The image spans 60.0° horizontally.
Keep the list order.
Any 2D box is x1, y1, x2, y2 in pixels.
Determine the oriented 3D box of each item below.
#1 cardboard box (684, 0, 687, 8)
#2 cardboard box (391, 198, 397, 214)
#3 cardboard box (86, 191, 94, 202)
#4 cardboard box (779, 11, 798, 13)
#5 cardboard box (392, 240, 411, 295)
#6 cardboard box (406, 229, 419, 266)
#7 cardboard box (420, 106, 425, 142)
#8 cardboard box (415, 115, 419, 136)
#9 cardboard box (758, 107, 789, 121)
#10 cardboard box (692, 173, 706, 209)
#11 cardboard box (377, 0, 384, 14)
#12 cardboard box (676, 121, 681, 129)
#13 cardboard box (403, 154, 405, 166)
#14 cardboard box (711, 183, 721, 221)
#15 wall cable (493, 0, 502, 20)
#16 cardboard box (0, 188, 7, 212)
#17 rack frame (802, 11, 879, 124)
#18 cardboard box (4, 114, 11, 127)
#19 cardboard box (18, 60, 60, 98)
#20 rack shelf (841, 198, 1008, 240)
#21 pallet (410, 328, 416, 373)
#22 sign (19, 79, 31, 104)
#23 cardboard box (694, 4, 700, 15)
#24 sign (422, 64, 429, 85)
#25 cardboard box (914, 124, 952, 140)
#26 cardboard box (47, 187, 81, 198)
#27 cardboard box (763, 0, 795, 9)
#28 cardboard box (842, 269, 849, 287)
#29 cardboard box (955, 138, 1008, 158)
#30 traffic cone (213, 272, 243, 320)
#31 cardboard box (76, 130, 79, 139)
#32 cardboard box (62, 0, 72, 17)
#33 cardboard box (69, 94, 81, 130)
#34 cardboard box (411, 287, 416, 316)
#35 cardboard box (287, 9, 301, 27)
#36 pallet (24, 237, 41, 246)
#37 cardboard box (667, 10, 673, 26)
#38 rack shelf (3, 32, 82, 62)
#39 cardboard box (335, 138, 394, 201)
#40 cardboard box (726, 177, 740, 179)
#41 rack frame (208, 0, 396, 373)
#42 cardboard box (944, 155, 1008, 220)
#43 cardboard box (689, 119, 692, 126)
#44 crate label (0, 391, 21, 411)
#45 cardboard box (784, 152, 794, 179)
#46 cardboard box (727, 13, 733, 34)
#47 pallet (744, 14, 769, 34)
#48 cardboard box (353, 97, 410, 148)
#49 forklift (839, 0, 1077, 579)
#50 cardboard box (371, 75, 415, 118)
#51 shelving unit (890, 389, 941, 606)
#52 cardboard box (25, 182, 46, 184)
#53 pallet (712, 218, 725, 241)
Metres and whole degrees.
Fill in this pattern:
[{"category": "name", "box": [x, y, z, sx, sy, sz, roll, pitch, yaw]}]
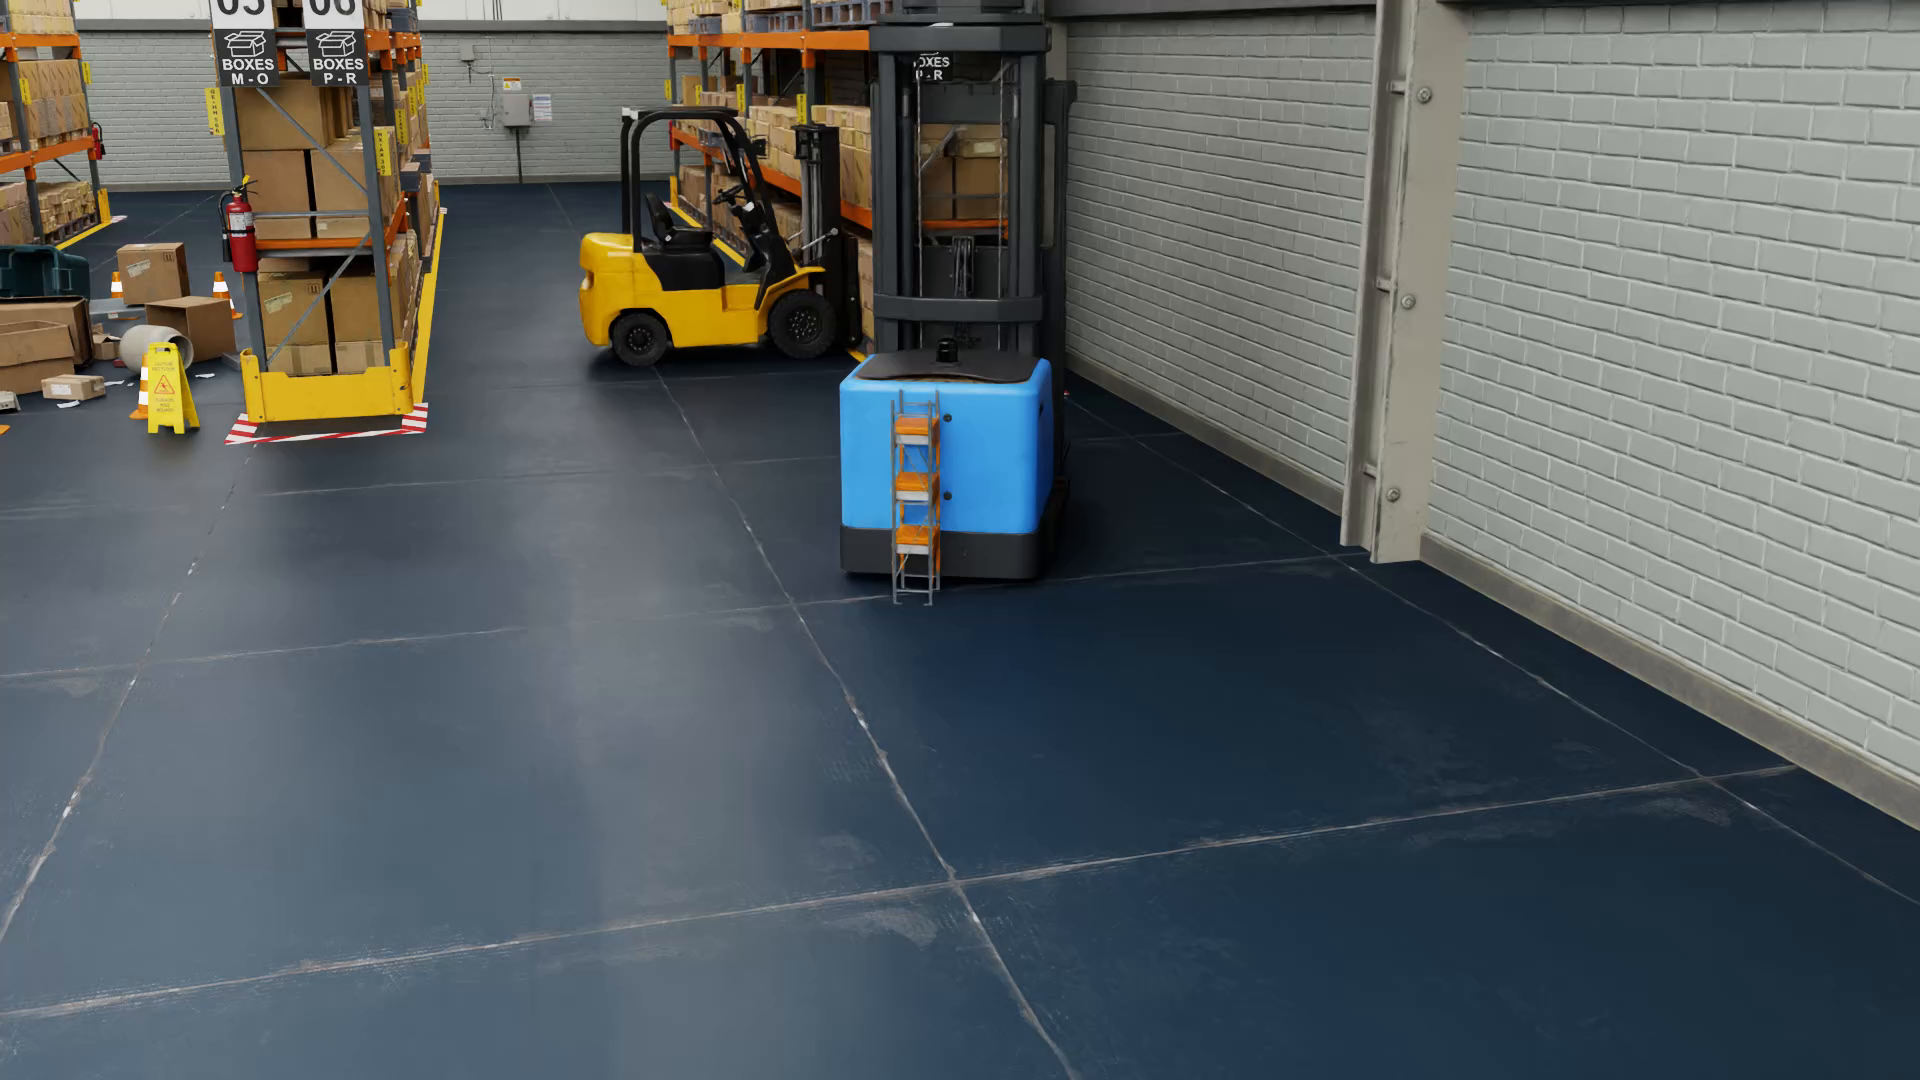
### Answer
[{"category": "cardboard box", "box": [-3.928, -8.238, 25.322, 0.500, 0.250, 0.500, -4, 17, -14]}, {"category": "cardboard box", "box": [-5.040, -2.876, 14.250, 0.380, 0.149, 0.250, -5, 17, -15]}, {"category": "cardboard box", "box": [-13.461, -5.238, 25.385, 0.380, 0.149, 0.250, -5, 17, -17]}, {"category": "cardboard box", "box": [-2.050, -6.659, 20.760, 0.380, 0.149, 0.250, -5, 17, -15]}, {"category": "cardboard box", "box": [-5.289, -2.444, 15.120, 0.500, 0.500, 0.500, -4, 17, -14]}, {"category": "cardboard box", "box": [-6.805, -3.376, 19.313, 0.950, 0.372, 0.625, -6, 18, -19]}, {"category": "cardboard box", "box": [-8.061, -6.034, 24.153, 0.500, 0.500, 0.500, -5, 17, -15]}, {"category": "cardboard box", "box": [-7.245, -5.341, 21.409, 0.500, 0.250, 0.500, -4, 17, -14]}, {"category": "cardboard box", "box": [-2.205, -5.088, 19.874, 0.380, 0.149, 0.250, -4, 17, -14]}, {"category": "cardboard box", "box": [-3.818, -5.497, 26.153, 0.700, 0.500, 0.500, -5, 18, -17]}, {"category": "cardboard box", "box": [-5.331, -4.750, 14.582, 0.500, 0.250, 0.500, -5, 17, -16]}, {"category": "cardboard box", "box": [-4.551, -6.963, 27.856, 0.380, 0.149, 0.250, -5, 17, -16]}, {"category": "cardboard box", "box": [-5.759, -3.812, 16.635, 0.380, 0.149, 0.250, -4, 17, -14]}, {"category": "cardboard box", "box": [-3.362, -4.942, 24.306, 0.500, 0.500, 0.500, -4, 17, -13]}, {"category": "wall cable", "box": [-7.570, -11.514, 32.075, 2.988, 3.039, 0.133, -5, 17, -15]}, {"category": "cardboard box", "box": [-12.046, -4.166, 20.418, 0.500, 0.250, 0.500, -6, 18, -18]}, {"category": "rack frame", "box": [-1.080, -3.877, 17.145, 1.000, 3.000, 0.127, -5, 17, -15]}, {"category": "cardboard box", "box": [-12.482, -5.406, 21.425, 0.380, 0.149, 0.250, -4, 17, -14]}, {"category": "cardboard box", "box": [-13.077, -6.517, 23.503, 0.500, 0.500, 0.500, -5, 18, -17]}, {"category": "rack shelf", "box": [-0.530, -2.979, 15.407, 1.077, 0.370, 4.000, -5, 17, -15]}, {"category": "pallet", "box": [-5.294, -1.627, 14.502, 1.003, 0.211, 1.213, -5, 17, -15]}, {"category": "sign", "box": [-12.249, -5.877, 21.789, 0.100, 0.325, 0.005, -5, 17, -15]}, {"category": "cardboard box", "box": [-3.541, -7.467, 23.414, 0.380, 0.149, 0.250, -5, 17, -15]}, {"category": "sign", "box": [-8.624, -7.510, 26.815, 0.100, 0.325, 0.005, -5, 17, -15]}, {"category": "cardboard box", "box": [-0.282, -3.354, 13.585, 0.380, 0.149, 0.250, -5, 17, -15]}, {"category": "cardboard box", "box": [-13.147, -5.096, 24.393, 0.380, 0.149, 0.250, -4, 17, -13]}, {"category": "cardboard box", "box": [-1.934, -6.216, 18.639, 0.500, 0.500, 0.500, -4, 17, -14]}, {"category": "cardboard box", "box": [-0.838, -2.424, 15.487, 0.500, 0.250, 0.500, -5, 17, -15]}, {"category": "cardboard box", "box": [0.176, -3.243, 13.735, 0.380, 0.149, 0.250, -5, 17, -17]}, {"category": "traffic cone", "box": [-7.538, -2.501, 16.973, 0.336, 0.463, 0.334, -5, 17, -15]}, {"category": "cardboard box", "box": [-13.404, -6.055, 24.834, 0.380, 0.149, 0.250, -5, 17, -16]}, {"category": "cardboard box", "box": [-13.509, -7.880, 24.650, 0.500, 0.250, 0.500, -5, 18, -17]}, {"category": "cardboard box", "box": [-13.373, -6.327, 24.611, 0.500, 0.500, 0.500, -5, 17, -16]}, {"category": "cardboard box", "box": [-5.430, -2.226, 15.697, 0.500, 0.250, 0.500, -4, 17, -13]}, {"category": "cardboard box", "box": [-5.265, -3.988, 12.736, 0.380, 0.149, 0.250, -5, 17, -15]}, {"category": "pallet", "box": [-12.566, -3.726, 21.491, 1.003, 0.211, 1.213, -5, 17, -15]}, {"category": "cardboard box", "box": [-4.518, -8.559, 27.262, 0.500, 0.250, 0.500, -5, 17, -16]}, {"category": "rack shelf", "box": [-13.331, -6.922, 23.320, 1.077, 0.370, 4.000, -5, 17, -15]}, {"category": "cardboard box", "box": [-4.902, -3.004, 13.549, 0.500, 0.500, 0.500, -5, 17, -16]}, {"category": "cardboard box", "box": [-3.115, -5.069, 23.601, 0.380, 0.149, 0.250, -5, 17, -16]}, {"category": "rack frame", "box": [-4.752, -2.377, 12.152, 1.000, 3.000, 0.127, -5, 17, -15]}, {"category": "cardboard box", "box": [0.150, -2.977, 13.977, 0.500, 0.500, 0.500, -4, 17, -13]}, {"category": "cardboard box", "box": [-3.929, -6.559, 25.815, 0.500, 0.250, 0.500, -5, 17, -16]}, {"category": "crate label", "box": [-7.360, -1.054, 12.722, 0.298, 0.136, 0.250, 16, 23, 42]}, {"category": "cardboard box", "box": [-1.613, -4.063, 18.023, 0.500, 0.250, 0.500, -5, 17, -16]}, {"category": "cardboard box", "box": [-2.692, -6.610, 21.290, 0.500, 0.250, 0.500, -5, 17, -15]}, {"category": "pallet", "box": [-1.907, -6.149, 19.823, 1.213, 0.211, 1.003, -4, 17, -13]}, {"category": "cardboard box", "box": [-5.965, -4.304, 17.145, 0.500, 0.500, 0.500, -5, 17, -16]}, {"category": "forklift", "box": [0.085, -1.581, 9.621, 1.130, 2.935, 3.031, 2, 17, 8]}, {"category": "cardboard box", "box": [-7.124, -5.553, 20.814, 0.500, 0.500, 0.500, -4, 17, -14]}, {"category": "shelving unit", "box": [-0.221, -0.213, 8.337, 0.215, 1.050, 0.252, 2, 17, 8]}, {"category": "cardboard box", "box": [-14.063, -5.332, 25.182, 0.380, 0.149, 0.250, -6, 18, -18]}, {"category": "pallet", "box": [-3.018, -4.532, 24.174, 1.003, 0.211, 1.213, -5, 17, -15]}]
